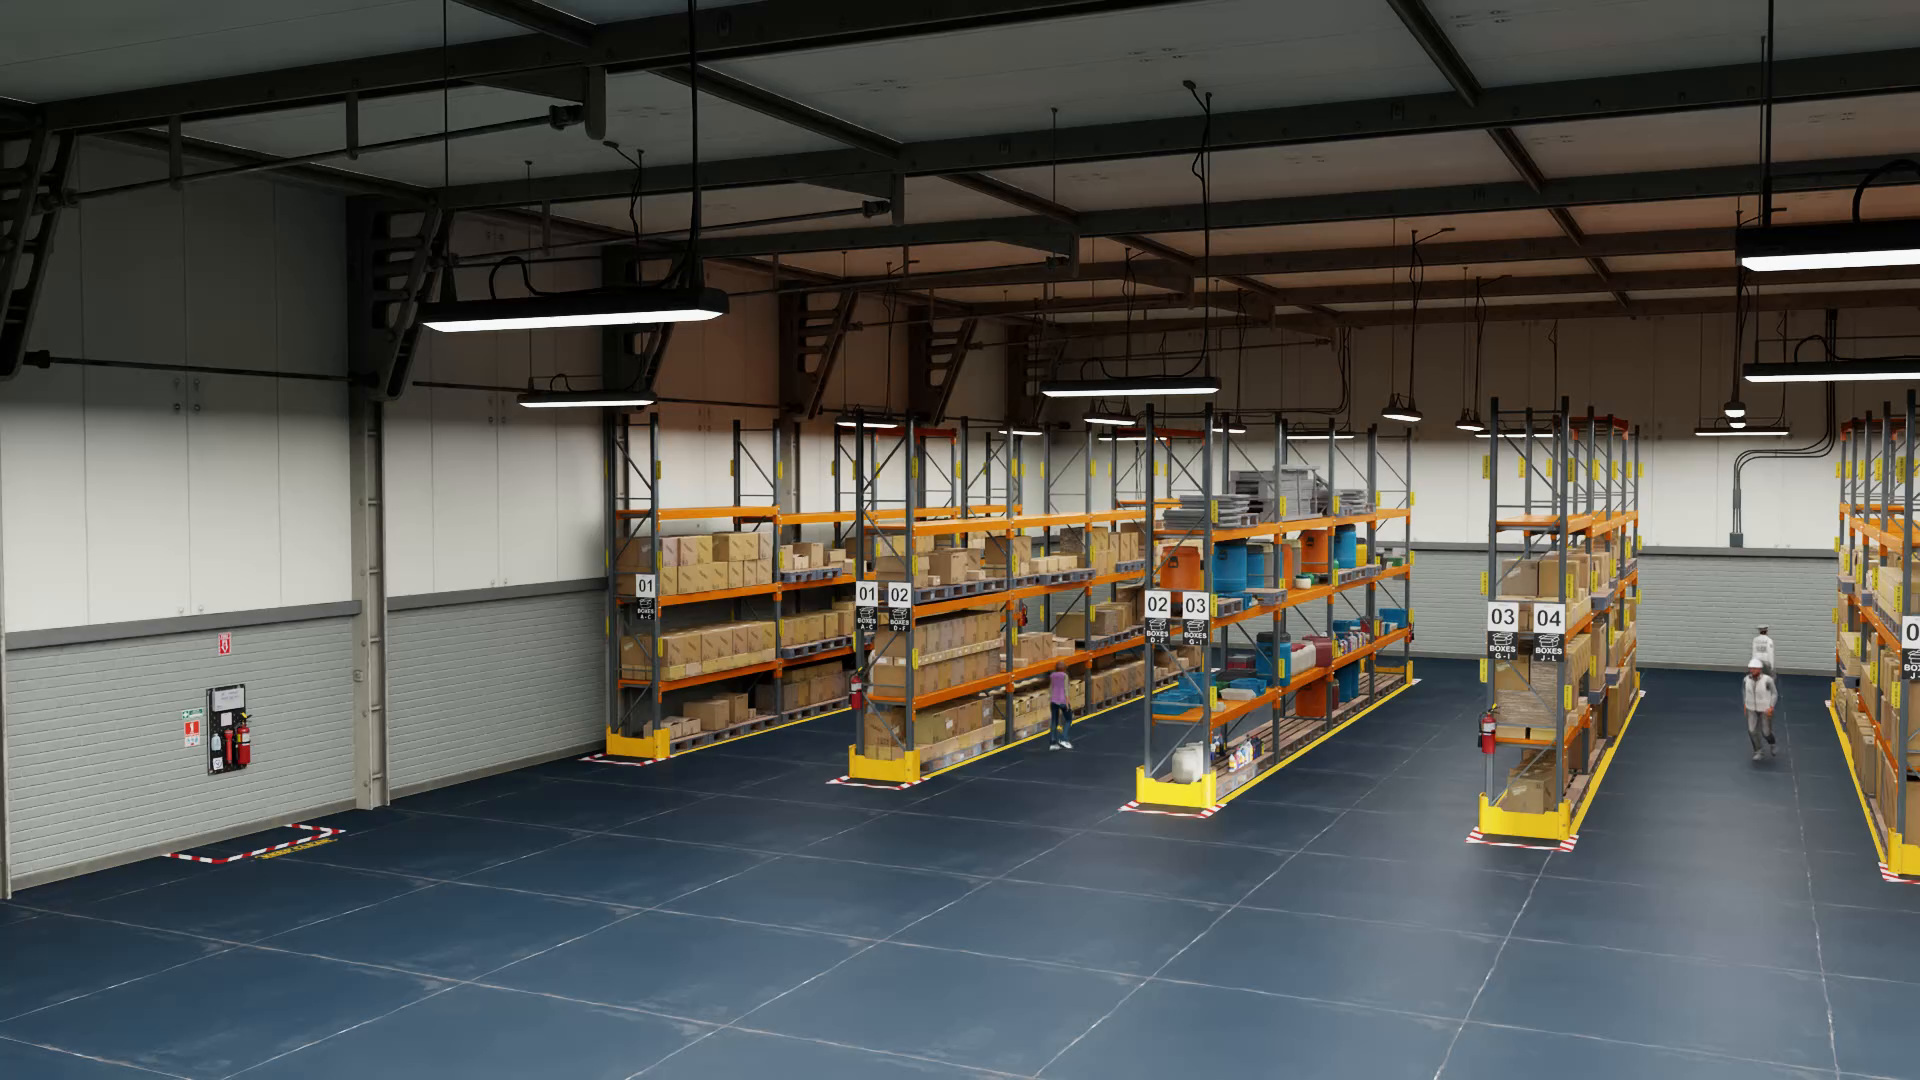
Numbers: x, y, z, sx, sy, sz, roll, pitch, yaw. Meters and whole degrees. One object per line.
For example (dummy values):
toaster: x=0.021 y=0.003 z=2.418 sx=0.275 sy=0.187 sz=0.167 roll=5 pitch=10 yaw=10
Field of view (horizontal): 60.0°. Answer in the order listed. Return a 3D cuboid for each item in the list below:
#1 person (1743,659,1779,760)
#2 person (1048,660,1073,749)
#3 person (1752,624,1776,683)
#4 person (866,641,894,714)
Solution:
person: x=13.904 y=2.921 z=28.847 sx=0.700 sy=1.747 sz=0.598 roll=-2 pitch=3 yaw=-44
person: x=1.761 y=2.959 z=29.803 sx=0.458 sy=1.610 sz=0.512 roll=2 pitch=3 yaw=34
person: x=17.356 y=2.651 z=35.875 sx=0.393 sy=1.677 sz=0.496 roll=-2 pitch=3 yaw=-33
person: x=-1.603 y=2.766 z=32.371 sx=0.556 sy=1.738 sz=0.898 roll=1 pitch=3 yaw=32
